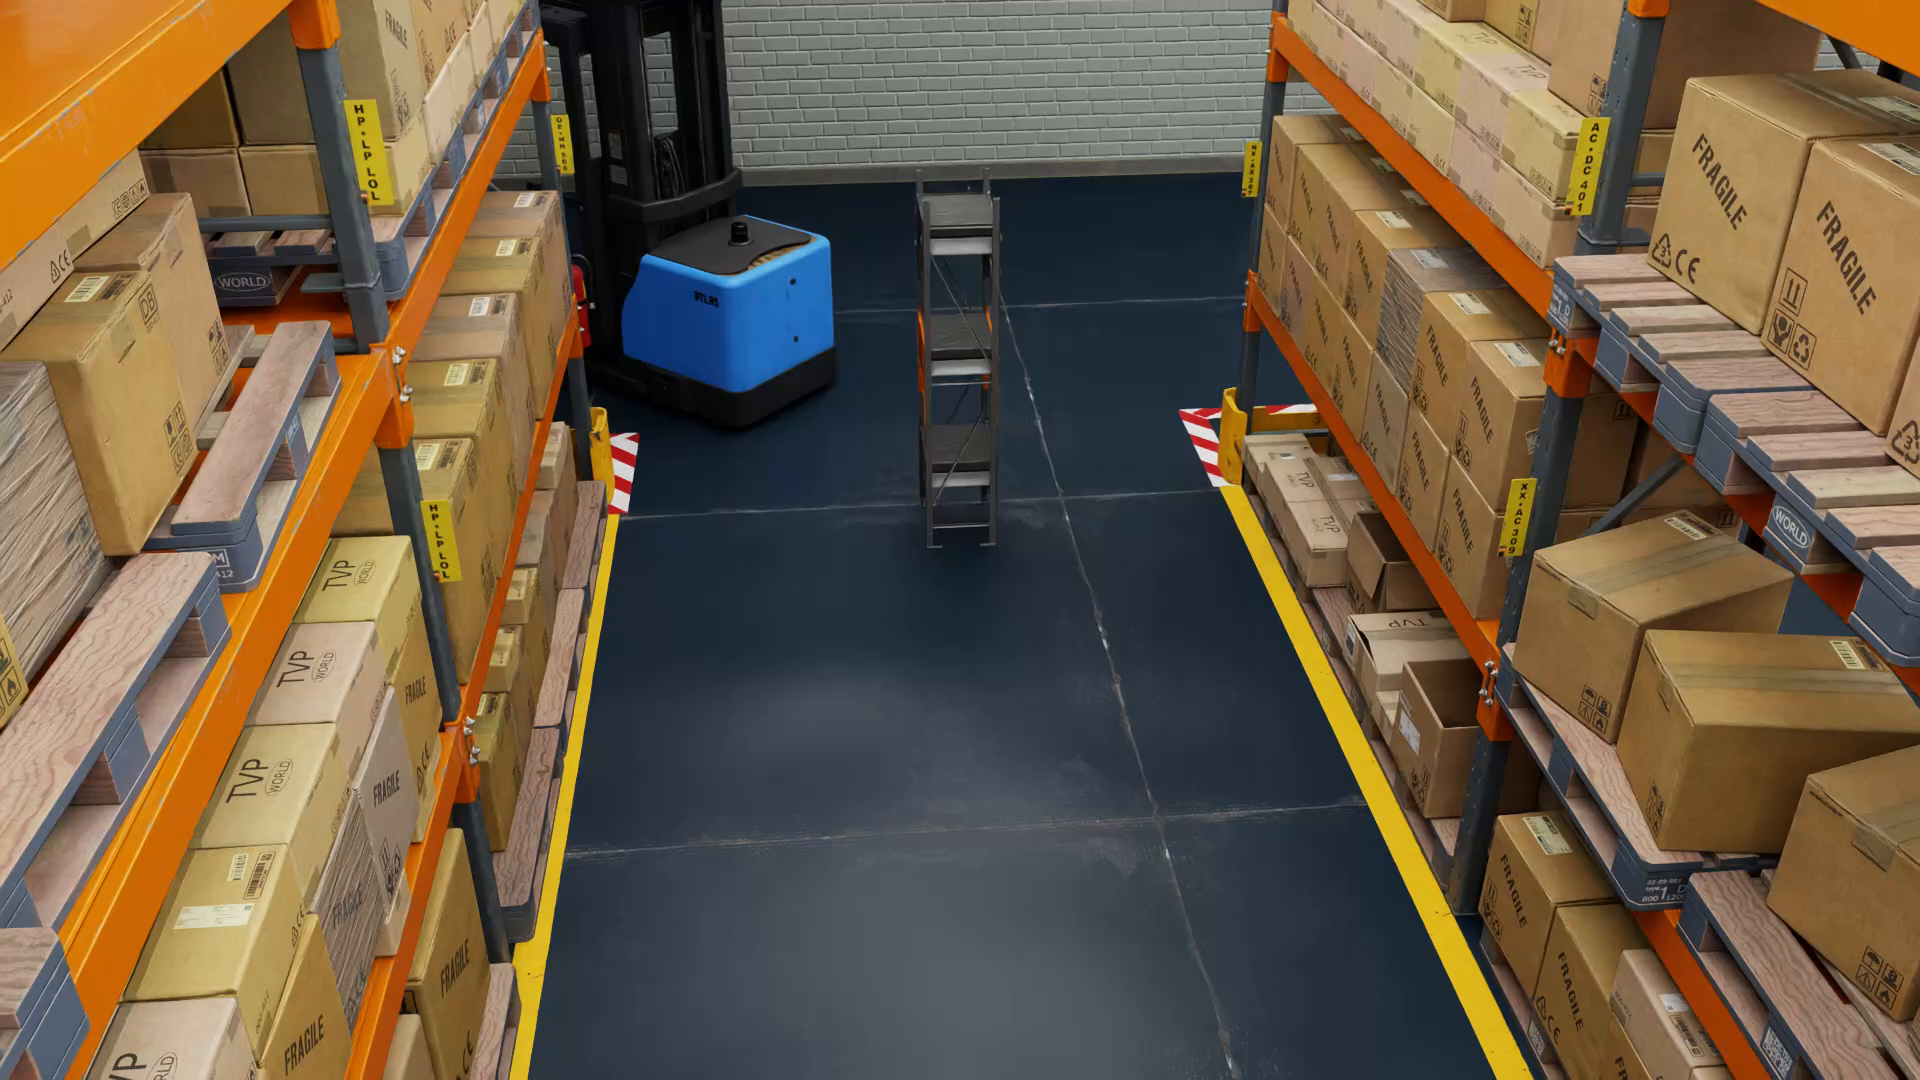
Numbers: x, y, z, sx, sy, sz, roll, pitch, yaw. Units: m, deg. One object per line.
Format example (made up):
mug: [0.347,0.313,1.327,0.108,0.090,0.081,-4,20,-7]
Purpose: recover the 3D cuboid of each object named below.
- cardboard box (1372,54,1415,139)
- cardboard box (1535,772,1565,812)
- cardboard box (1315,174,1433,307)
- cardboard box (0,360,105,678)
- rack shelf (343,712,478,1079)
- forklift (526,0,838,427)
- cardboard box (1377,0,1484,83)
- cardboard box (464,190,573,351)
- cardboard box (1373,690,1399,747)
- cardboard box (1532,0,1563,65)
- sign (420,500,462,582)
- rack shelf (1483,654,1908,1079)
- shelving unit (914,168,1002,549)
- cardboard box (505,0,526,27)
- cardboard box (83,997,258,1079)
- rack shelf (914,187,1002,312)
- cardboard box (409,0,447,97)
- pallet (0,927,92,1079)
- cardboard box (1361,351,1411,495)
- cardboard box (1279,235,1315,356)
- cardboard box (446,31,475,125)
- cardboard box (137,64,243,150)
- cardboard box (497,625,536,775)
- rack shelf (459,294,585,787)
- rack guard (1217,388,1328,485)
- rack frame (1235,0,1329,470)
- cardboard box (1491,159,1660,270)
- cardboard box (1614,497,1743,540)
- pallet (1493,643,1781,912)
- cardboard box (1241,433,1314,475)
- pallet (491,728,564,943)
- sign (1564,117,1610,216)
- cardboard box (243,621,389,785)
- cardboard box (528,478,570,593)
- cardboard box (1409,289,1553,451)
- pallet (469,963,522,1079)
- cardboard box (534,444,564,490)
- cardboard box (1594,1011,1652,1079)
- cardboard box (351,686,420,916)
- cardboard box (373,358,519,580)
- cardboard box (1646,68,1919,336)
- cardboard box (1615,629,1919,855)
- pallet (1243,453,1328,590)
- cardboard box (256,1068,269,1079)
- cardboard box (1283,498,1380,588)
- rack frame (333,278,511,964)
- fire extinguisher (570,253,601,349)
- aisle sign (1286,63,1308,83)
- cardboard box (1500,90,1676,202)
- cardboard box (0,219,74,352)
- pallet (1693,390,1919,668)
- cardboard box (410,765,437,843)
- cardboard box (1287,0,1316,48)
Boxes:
cardboard box: [2.148,-1.964,7.335,0.500,0.250,0.500,-3,31,-5]
cardboard box: [2.768,1.001,7.341,0.500,0.311,0.500,-3,31,-5]
cardboard box: [2.095,-1.492,8.251,0.500,0.500,0.500,-2,31,-4]
cardboard box: [-2.268,-0.025,3.415,0.700,0.500,0.500,-3,31,-5]
rack shelf: [-2.153,1.830,4.463,1.077,0.370,4.000,-3,31,-5]
forklift: [-2.336,-2.592,11.232,3.031,2.935,1.130,21,36,30]
cardboard box: [2.142,-2.179,7.206,0.500,0.250,0.500,-3,31,-5]
cardboard box: [-2.656,-1.411,8.895,0.980,0.700,0.700,-1,31,-2]
cardboard box: [2.161,0.830,7.787,0.380,0.149,0.250,-3,31,-5]
cardboard box: [2.603,-2.008,6.189,0.700,0.500,0.500,-3,31,-5]
sign: [-1.800,0.006,5.763,0.100,0.325,0.005,-3,31,-5]
rack shelf: [2.779,1.591,4.863,1.077,0.370,4.000,-3,31,-5]
shelving unit: [-0.015,-0.986,9.353,0.431,2.100,0.503,-3,31,-5]
cardboard box: [-2.381,-2.628,7.938,0.500,0.250,0.500,-2,31,-3]
cardboard box: [-1.853,1.267,3.565,0.500,0.250,0.500,-3,31,-4]
rack shelf: [-0.015,-1.575,9.001,0.431,0.518,0.480,-3,31,-5]
cardboard box: [-2.181,-1.908,6.002,0.500,0.500,0.500,-3,31,-6]
pallet: [-2.079,1.009,2.394,1.213,0.211,1.003,-1,31,-2]
cardboard box: [2.190,-0.550,7.649,0.500,0.500,0.500,-2,31,-3]
cardboard box: [2.051,-1.322,8.941,0.500,0.500,0.500,-3,31,-5]
cardboard box: [-2.230,-1.835,6.610,0.500,0.250,0.500,-4,31,-6]
cardboard box: [-2.637,-1.614,5.510,0.500,0.500,0.500,-3,31,-5]
cardboard box: [-2.351,0.749,7.598,0.700,0.500,0.500,-3,31,-5]
rack shelf: [-2.527,-0.212,7.882,1.077,0.370,4.000,-3,31,-5]
rack guard: [2.225,-0.670,10.384,1.175,0.500,0.348,-3,31,-5]
rack frame: [2.218,-1.782,9.807,1.000,3.000,0.127,-3,31,-5]
cardboard box: [2.282,-1.198,6.052,0.500,0.250,0.500,-3,31,-5]
cardboard box: [2.816,-0.056,6.820,0.500,0.500,0.500,-2,31,-3]
pallet: [2.558,0.756,5.746,1.003,0.211,1.213,-3,31,-5]
cardboard box: [1.915,-0.516,10.040,0.380,0.149,0.250,-3,31,-5]
pallet: [-2.333,1.305,7.359,1.003,0.211,1.213,-3,31,-5]
sign: [2.052,-1.219,5.437,0.100,0.325,0.005,-3,31,-5]
cardboard box: [-2.003,0.486,4.872,0.500,0.250,0.500,-2,31,-4]
cardboard box: [-2.502,-0.041,8.922,0.700,0.500,0.500,-3,31,-5]
cardboard box: [2.236,-0.719,6.956,0.500,0.500,0.500,-3,31,-6]
pallet: [-2.193,2.087,6.050,1.003,0.211,1.213,-3,31,-5]
cardboard box: [-2.330,-0.388,8.870,0.380,0.149,0.250,-2,31,-3]
cardboard box: [2.495,1.931,5.601,0.500,0.500,0.500,-2,31,-4]
cardboard box: [-1.988,0.804,5.071,0.500,0.500,0.500,-3,31,-4]
cardboard box: [-2.437,-0.280,7.000,0.980,0.700,0.700,-4,31,-6]
cardboard box: [2.566,-1.033,5.024,0.600,0.600,0.600,-6,31,-9]
cardboard box: [2.541,0.638,5.250,0.700,0.500,0.500,2,31,3]
pallet: [2.301,-0.138,9.776,1.003,0.211,1.213,-3,31,-5]
cardboard box: [-1.842,1.581,3.770,0.500,0.500,0.500,-3,31,-5]
cardboard box: [2.080,0.012,9.058,0.500,0.250,0.500,-3,31,-5]
rack frame: [-2.340,0.500,5.988,1.000,3.000,0.127,-3,31,-5]
fire extinguisher: [-2.268,-1.448,9.688,0.296,0.674,0.183,-3,31,-5]
aisle sign: [1.919,-2.918,9.176,0.394,0.787,0.004,-3,31,-5]
cardboard box: [2.276,-1.413,5.923,0.500,0.250,0.500,-3,31,-5]
cardboard box: [-2.322,-0.605,3.655,0.500,0.250,0.500,-4,31,-6]
pallet: [2.683,-0.081,4.218,1.213,0.211,1.003,-3,31,-5]
cardboard box: [-1.979,0.886,5.567,0.380,0.149,0.250,-2,31,-4]
cardboard box: [2.013,-2.730,8.617,0.500,0.250,0.500,-3,31,-5]
